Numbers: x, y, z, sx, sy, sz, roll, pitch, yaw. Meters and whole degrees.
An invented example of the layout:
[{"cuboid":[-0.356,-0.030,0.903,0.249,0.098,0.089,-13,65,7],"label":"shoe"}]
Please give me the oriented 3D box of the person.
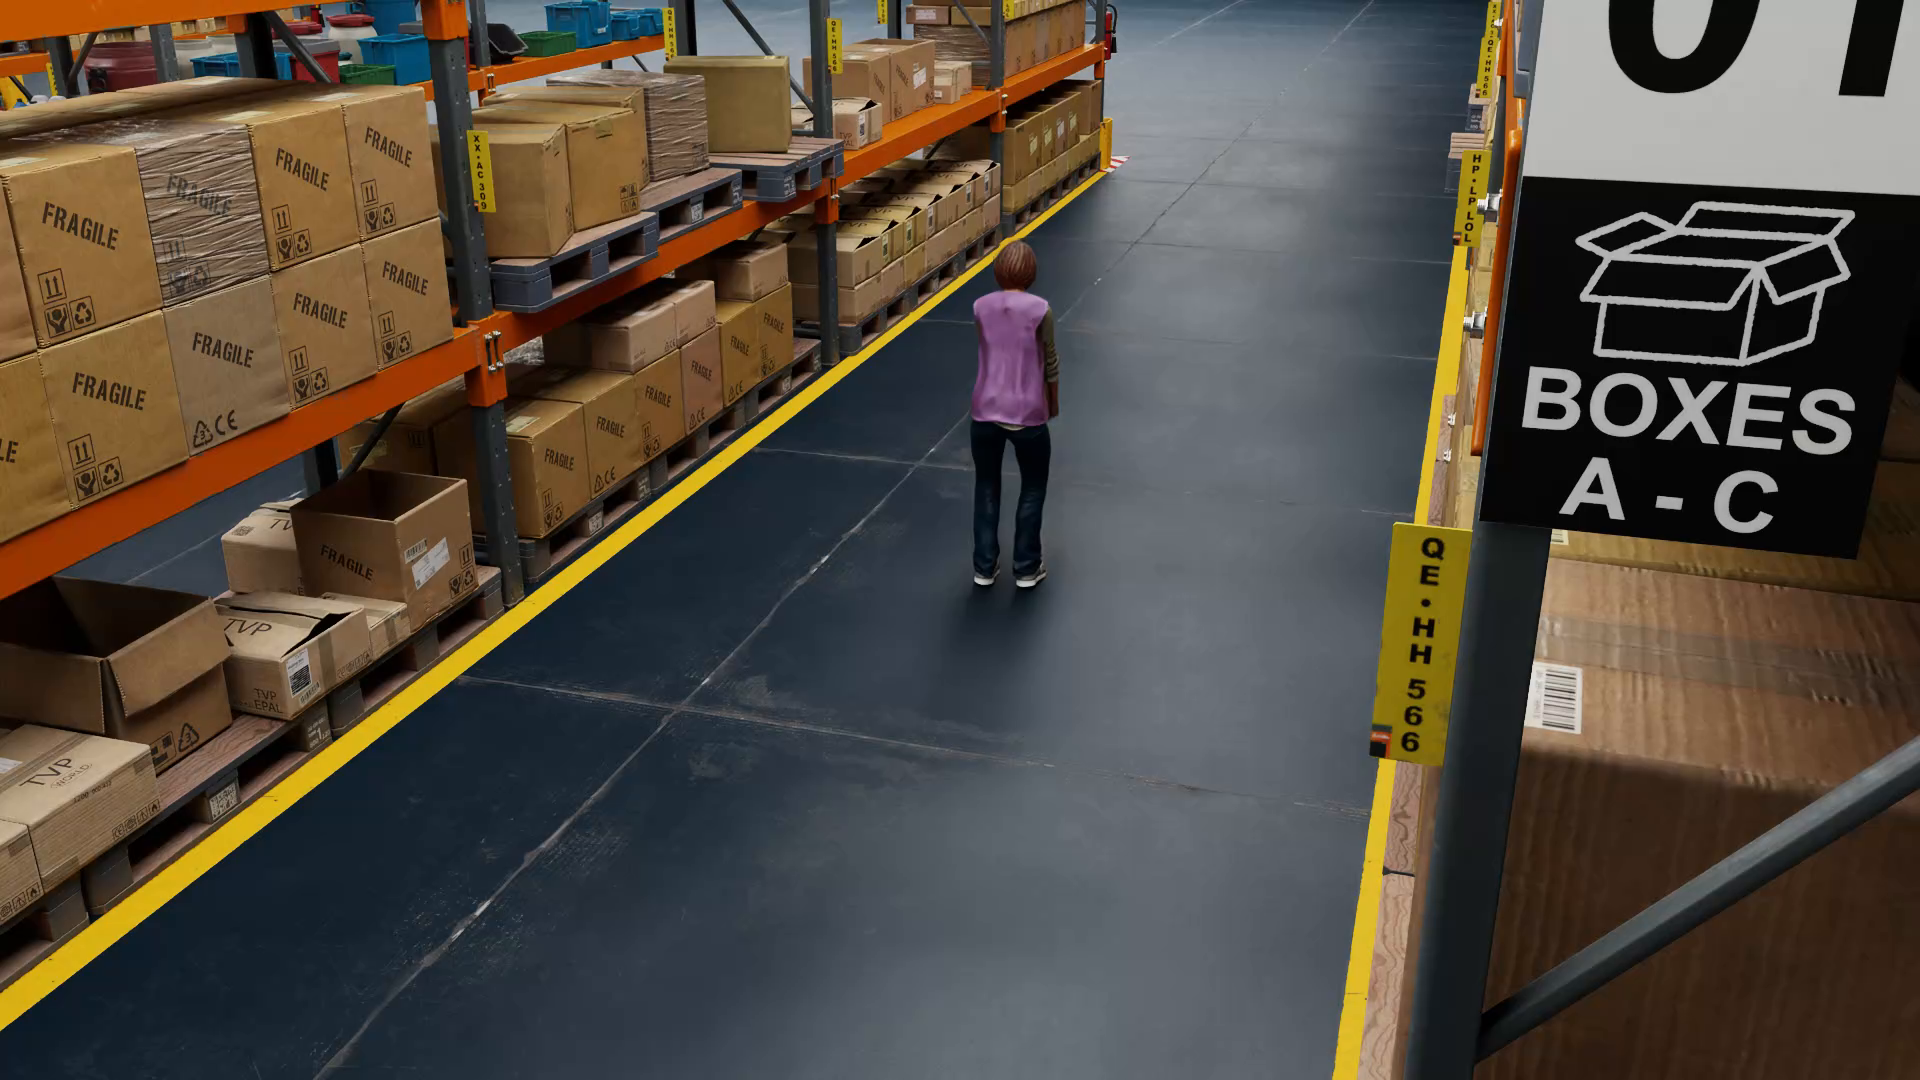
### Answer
[{"cuboid":[0.243,-0.559,7.504,0.372,1.577,0.525,6,23,15],"label":"person"}]
